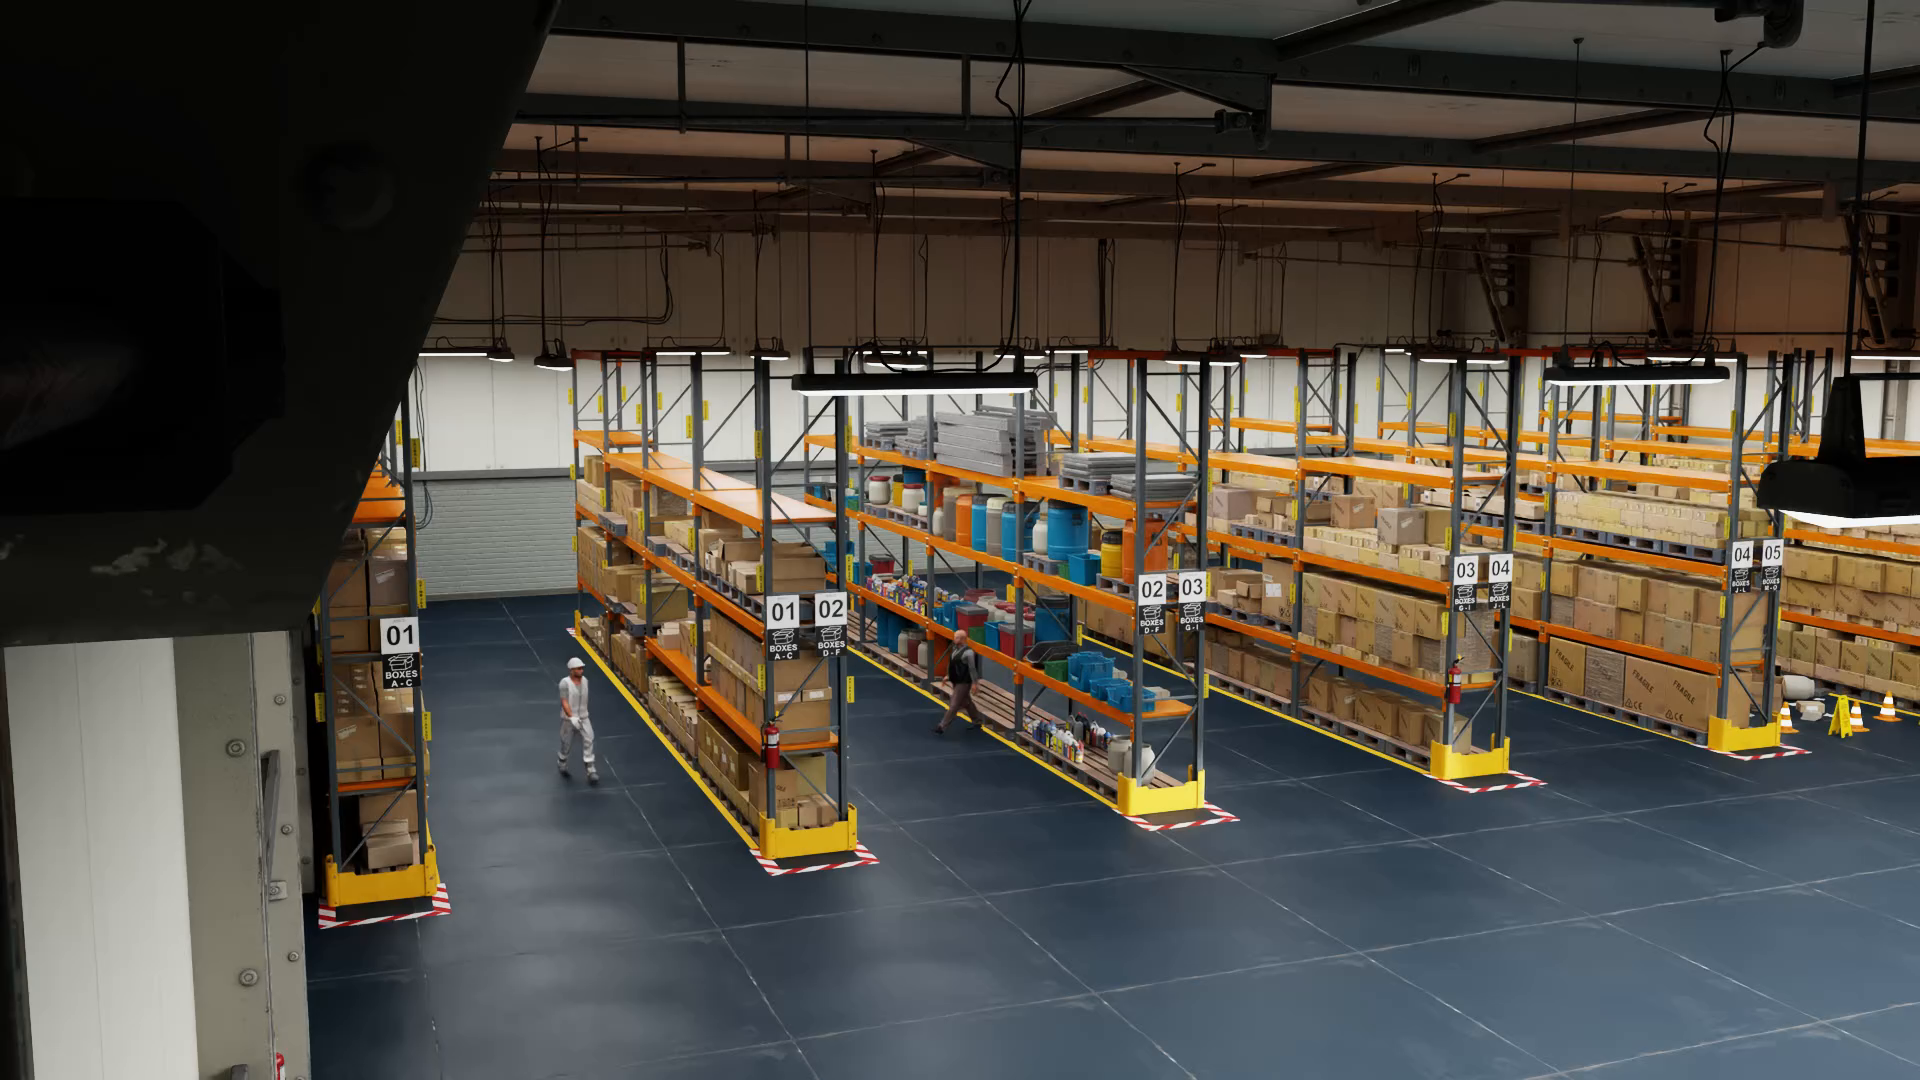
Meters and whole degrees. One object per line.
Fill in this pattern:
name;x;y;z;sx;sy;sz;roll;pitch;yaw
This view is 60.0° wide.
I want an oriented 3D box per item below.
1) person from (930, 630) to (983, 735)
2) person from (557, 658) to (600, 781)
person;-0.076;2.234;26.226;1.038;1.655;0.569;-3;8;-22
person;-5.428;2.534;23.644;0.510;1.721;1.068;-6;9;-38
